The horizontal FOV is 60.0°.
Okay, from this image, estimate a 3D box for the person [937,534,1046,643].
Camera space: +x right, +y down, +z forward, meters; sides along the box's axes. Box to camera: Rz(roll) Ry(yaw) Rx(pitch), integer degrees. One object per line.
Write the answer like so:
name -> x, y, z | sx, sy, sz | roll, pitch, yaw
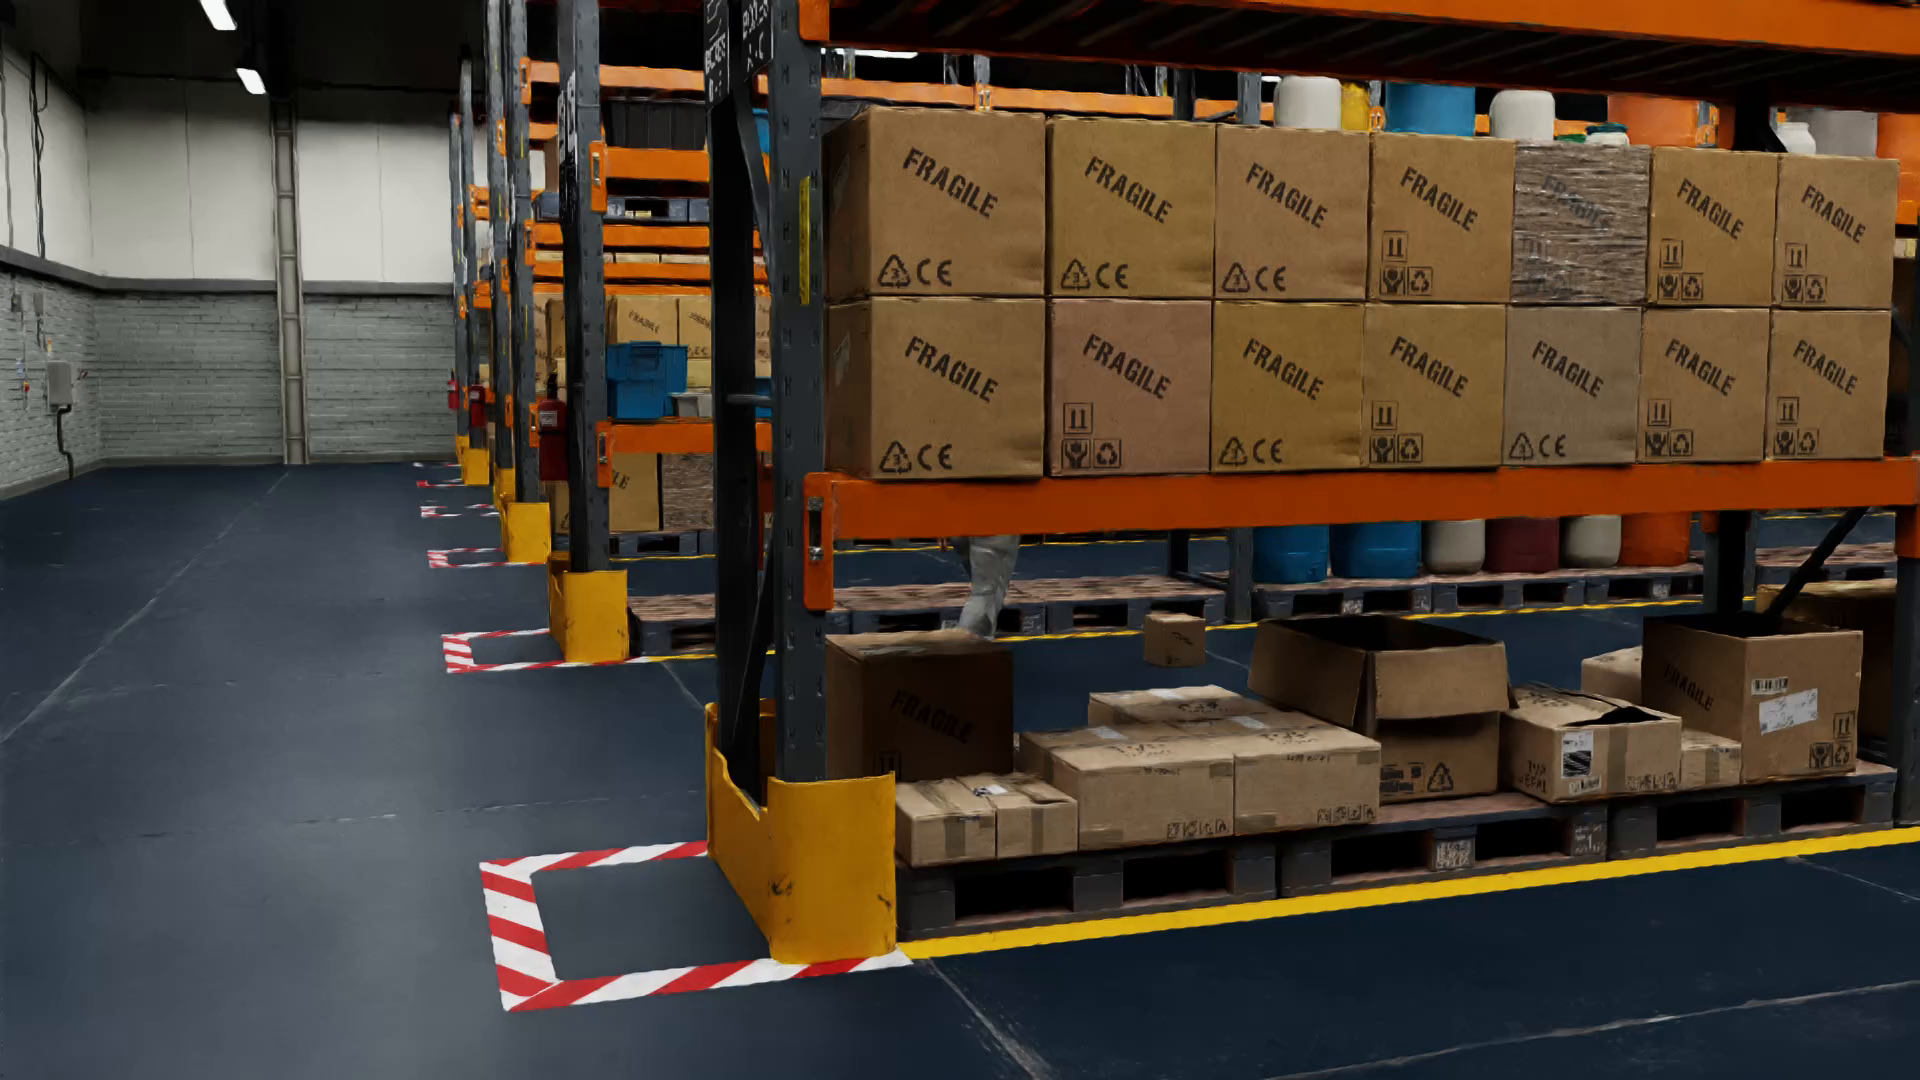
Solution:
person -> 0.124, -0.075, 8.403 | 0.751, 1.615, 0.612 | -5, 8, -40
